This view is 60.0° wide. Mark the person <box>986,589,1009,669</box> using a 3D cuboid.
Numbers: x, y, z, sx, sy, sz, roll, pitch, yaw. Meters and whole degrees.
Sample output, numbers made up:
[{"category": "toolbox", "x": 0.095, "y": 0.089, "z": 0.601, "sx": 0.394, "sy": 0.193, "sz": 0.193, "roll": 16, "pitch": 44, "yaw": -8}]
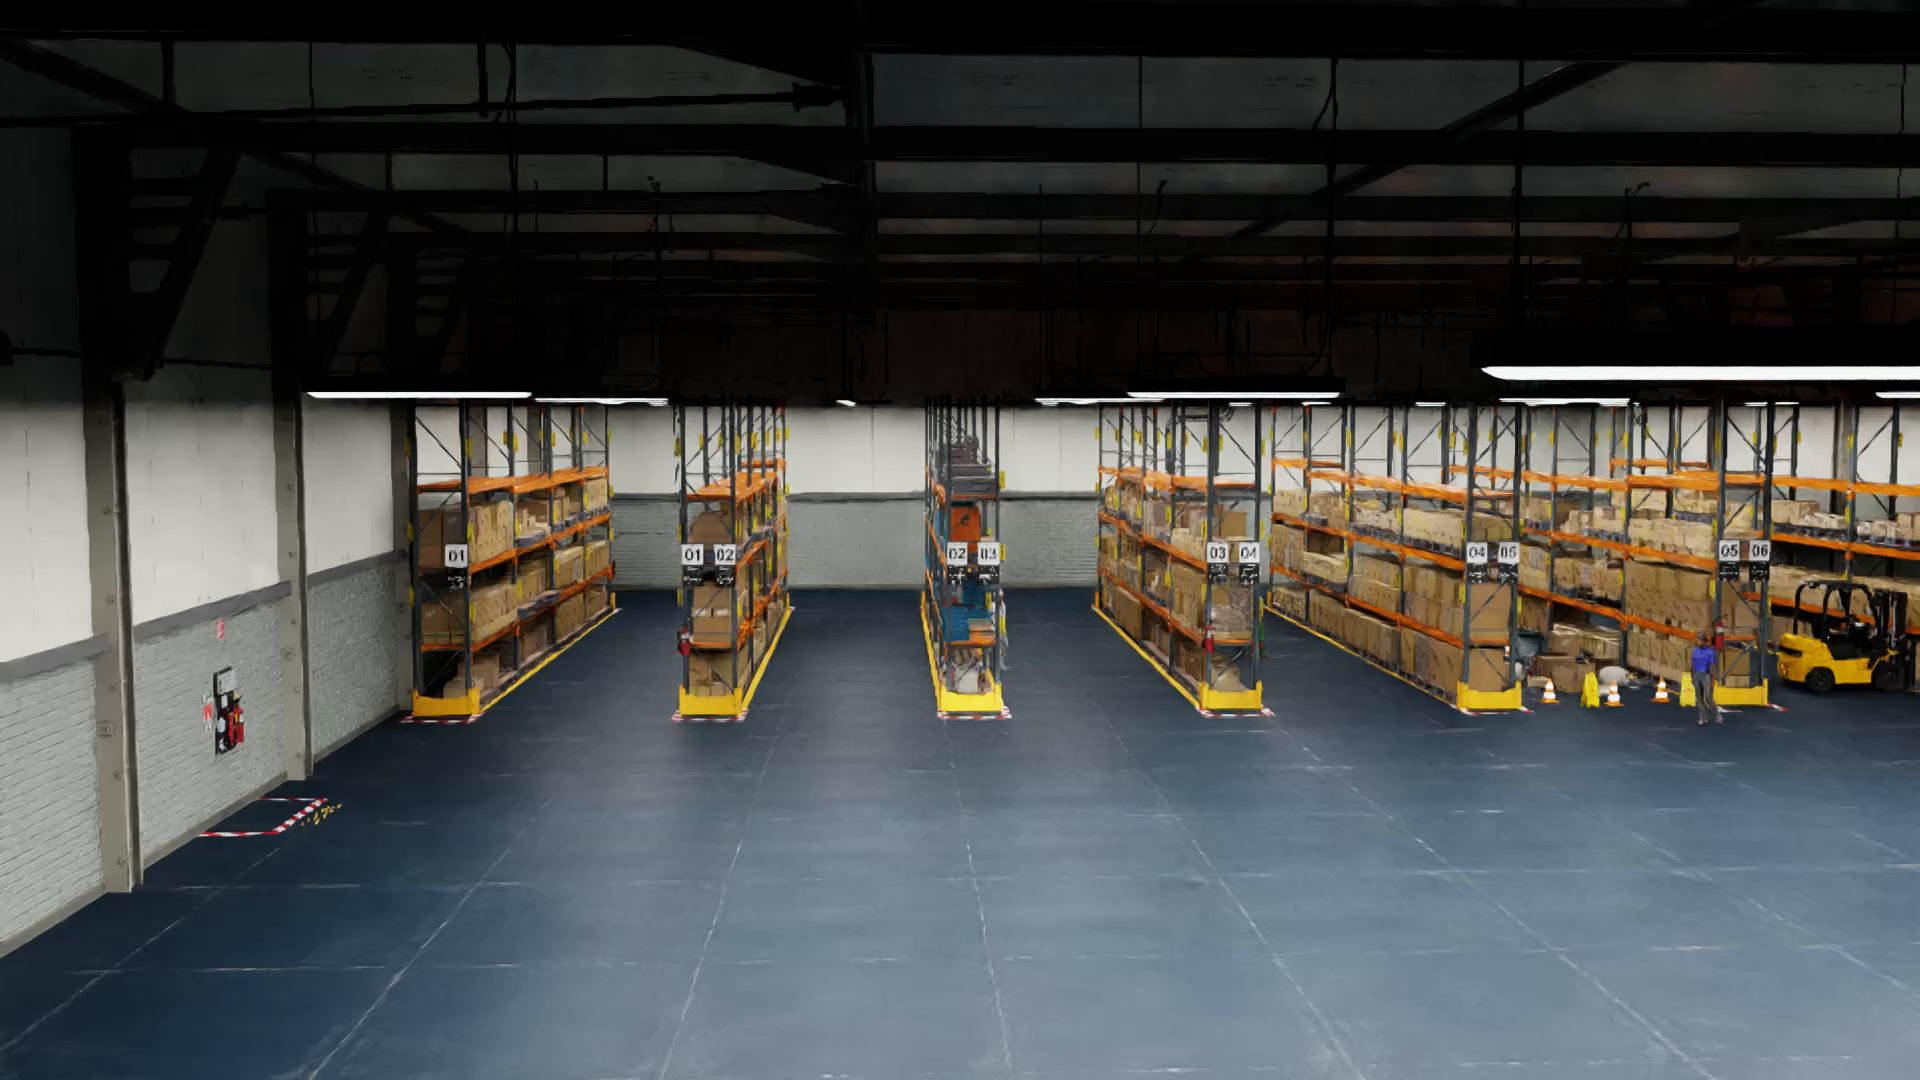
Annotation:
[{"category": "person", "x": 0.809, "y": 1.951, "z": 36.579, "sx": 0.693, "sy": 1.760, "sz": 0.530, "roll": -4, "pitch": 6, "yaw": -42}]

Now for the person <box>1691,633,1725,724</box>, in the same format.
[{"category": "person", "x": 13.531, "y": 2.523, "z": 30.127, "sx": 0.423, "sy": 1.625, "sz": 0.619, "roll": -3, "pitch": 6, "yaw": -35}]

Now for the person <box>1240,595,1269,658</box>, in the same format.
[{"category": "person", "x": 6.726, "y": 1.831, "z": 38.193, "sx": 0.527, "sy": 1.727, "sz": 1.030, "roll": -1, "pitch": 5, "yaw": -11}]

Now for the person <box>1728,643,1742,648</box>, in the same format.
[{"category": "person", "x": 16.589, "y": 2.073, "z": 35.706, "sx": 0.464, "sy": 1.652, "sz": 0.523, "roll": 2, "pitch": 5, "yaw": 28}]
